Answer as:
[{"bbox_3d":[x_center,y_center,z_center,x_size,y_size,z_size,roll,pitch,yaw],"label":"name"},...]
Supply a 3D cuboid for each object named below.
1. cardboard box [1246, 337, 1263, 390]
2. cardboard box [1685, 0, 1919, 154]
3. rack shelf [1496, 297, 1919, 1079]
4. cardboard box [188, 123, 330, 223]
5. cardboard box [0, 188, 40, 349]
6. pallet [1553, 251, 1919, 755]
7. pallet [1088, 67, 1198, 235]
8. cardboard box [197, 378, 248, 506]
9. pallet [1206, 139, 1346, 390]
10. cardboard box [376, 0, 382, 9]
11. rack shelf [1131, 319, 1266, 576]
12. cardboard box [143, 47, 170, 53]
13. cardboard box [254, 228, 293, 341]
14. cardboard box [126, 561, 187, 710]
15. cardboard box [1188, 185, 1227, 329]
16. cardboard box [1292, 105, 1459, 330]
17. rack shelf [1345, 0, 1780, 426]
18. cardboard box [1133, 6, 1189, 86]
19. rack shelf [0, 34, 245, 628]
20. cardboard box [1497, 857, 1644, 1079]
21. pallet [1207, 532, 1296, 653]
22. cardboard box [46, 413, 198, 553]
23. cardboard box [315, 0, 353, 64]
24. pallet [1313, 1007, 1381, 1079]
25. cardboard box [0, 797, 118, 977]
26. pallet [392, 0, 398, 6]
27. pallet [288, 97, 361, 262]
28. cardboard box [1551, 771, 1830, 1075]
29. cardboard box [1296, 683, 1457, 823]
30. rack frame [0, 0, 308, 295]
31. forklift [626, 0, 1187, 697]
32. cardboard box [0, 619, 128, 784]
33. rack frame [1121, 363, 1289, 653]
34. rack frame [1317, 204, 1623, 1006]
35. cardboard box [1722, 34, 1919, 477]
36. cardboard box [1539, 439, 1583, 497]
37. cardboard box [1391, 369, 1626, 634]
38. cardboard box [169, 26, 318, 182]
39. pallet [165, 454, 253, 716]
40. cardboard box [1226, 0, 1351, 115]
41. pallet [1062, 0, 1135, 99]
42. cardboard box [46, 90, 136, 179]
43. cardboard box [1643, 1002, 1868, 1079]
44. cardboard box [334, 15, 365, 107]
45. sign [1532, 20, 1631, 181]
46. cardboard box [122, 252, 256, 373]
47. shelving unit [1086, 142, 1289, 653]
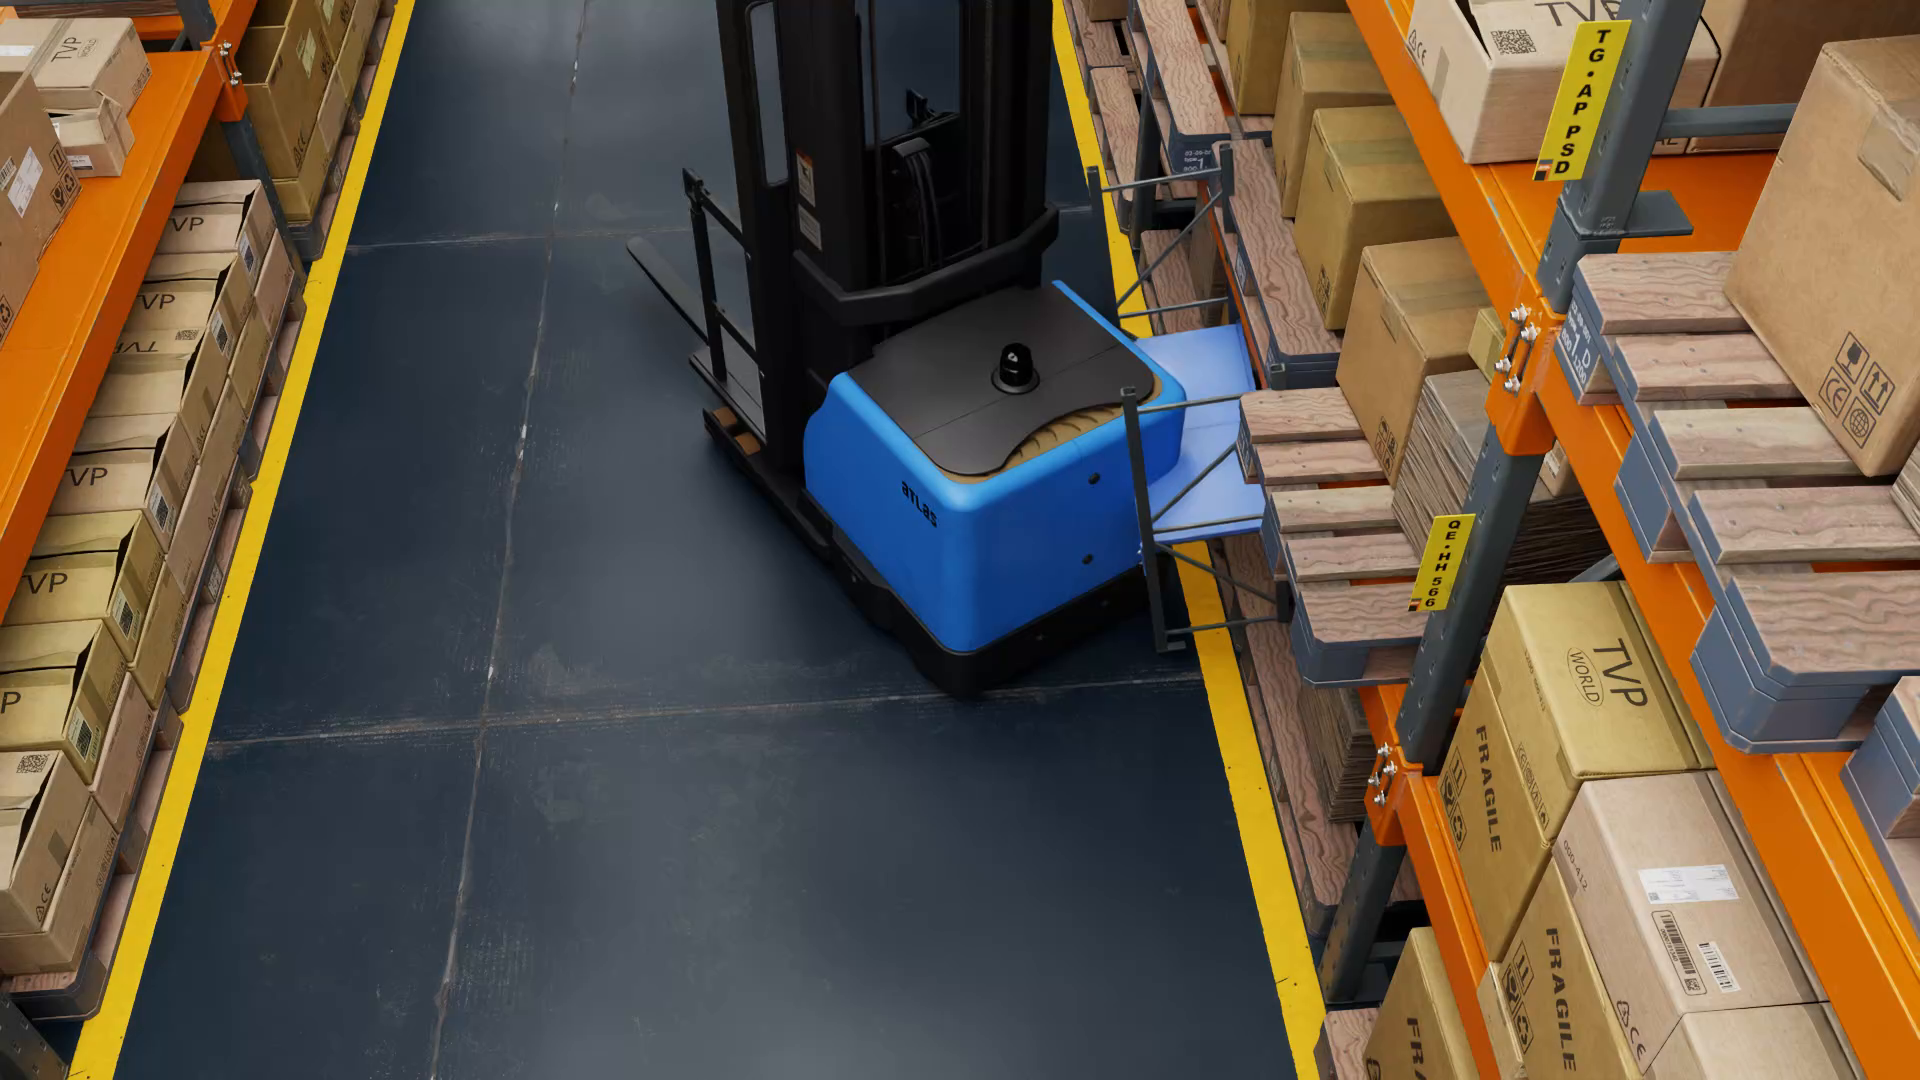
[{"bbox_3d":[1.506,-0.524,6.599,0.700,0.500,0.500,-3,47,-3],"label":"cardboard box"},{"bbox_3d":[1.835,-1.220,3.691,0.500,0.500,0.500,-3,47,-3],"label":"cardboard box"},{"bbox_3d":[1.834,1.051,2.118,1.077,0.370,4.000,-3,47,-3],"label":"rack shelf"},{"bbox_3d":[-3.341,-1.755,7.951,0.500,0.250,0.500,-3,47,-3],"label":"cardboard box"},{"bbox_3d":[-3.470,-0.937,5.502,0.500,0.500,0.500,-3,47,-3],"label":"cardboard box"},{"bbox_3d":[1.773,-0.116,2.858,1.213,0.211,1.003,-2,47,-1],"label":"pallet"},{"bbox_3d":[1.240,-2.031,8.528,1.003,0.211,1.213,-3,47,-3],"label":"pallet"},{"bbox_3d":[-3.197,-0.383,6.651,0.500,0.250,0.500,-3,47,-2],"label":"cardboard box"},{"bbox_3d":[1.460,-0.976,5.740,1.003,0.211,1.213,-3,47,-3],"label":"pallet"},{"bbox_3d":[-3.502,-3.203,9.322,0.500,0.250,0.500,-3,47,-3],"label":"cardboard box"},{"bbox_3d":[0.865,-0.360,6.118,0.538,0.185,1.000,-8,53,6],"label":"rack shelf"},{"bbox_3d":[-3.891,-2.344,7.992,0.500,0.500,0.500,-3,47,-3],"label":"cardboard box"},{"bbox_3d":[-3.281,-1.119,7.348,0.500,0.250,0.500,-4,47,-4],"label":"cardboard box"},{"bbox_3d":[-3.113,0.356,5.951,0.500,0.250,0.500,-5,47,-4],"label":"cardboard box"},{"bbox_3d":[1.410,-1.266,7.302,0.700,0.500,0.500,-2,47,-2],"label":"cardboard box"},{"bbox_3d":[1.491,-1.037,5.295,0.700,0.500,0.500,-3,47,-3],"label":"cardboard box"},{"bbox_3d":[1.499,-1.843,4.859,1.077,0.370,4.000,-3,47,-3],"label":"rack shelf"},{"bbox_3d":[1.205,-2.546,8.514,0.500,0.500,0.500,-7,47,-6],"label":"cardboard box"},{"bbox_3d":[-3.437,-0.508,5.661,1.077,0.370,4.000,-3,47,-3],"label":"rack shelf"},{"bbox_3d":[1.487,0.991,3.458,0.500,0.500,0.500,-2,47,-2],"label":"cardboard box"},{"bbox_3d":[1.504,-0.099,6.699,1.003,0.211,1.213,-3,47,-3],"label":"pallet"},{"bbox_3d":[-3.157,-0.218,6.108,0.500,0.311,0.500,-4,47,-4],"label":"cardboard box"},{"bbox_3d":[-3.415,-2.737,8.365,0.500,0.500,0.500,-3,47,-3],"label":"cardboard box"},{"bbox_3d":[1.657,1.922,4.785,1.003,0.211,1.213,-3,47,-3],"label":"pallet"},{"bbox_3d":[-3.021,1.096,5.251,0.500,0.250,0.500,-4,47,-3],"label":"cardboard box"},{"bbox_3d":[-3.833,-3.587,10.002,1.003,0.211,1.213,-3,47,-3],"label":"pallet"},{"bbox_3d":[-3.629,-1.822,8.330,1.003,0.211,1.213,-3,47,-3],"label":"pallet"},{"bbox_3d":[1.493,0.719,3.199,0.500,0.250,0.500,-4,47,-4],"label":"cardboard box"},{"bbox_3d":[1.554,0.578,5.555,0.700,0.500,0.500,-3,47,-3],"label":"cardboard box"},{"bbox_3d":[-3.604,-2.202,6.770,1.000,3.000,0.127,-3,47,-3],"label":"rack frame"},{"bbox_3d":[-0.434,-1.476,6.129,1.130,2.935,3.031,-26,52,-23],"label":"forklift"},{"bbox_3d":[-3.073,0.524,5.407,0.500,0.311,0.500,-5,47,-4],"label":"cardboard box"},{"bbox_3d":[0.865,-0.056,5.673,0.500,1.500,0.032,-8,53,6],"label":"rack frame"},{"bbox_3d":[1.667,0.388,4.317,1.000,3.000,0.127,-3,47,-3],"label":"rack frame"},{"bbox_3d":[1.764,-0.489,2.709,0.700,0.500,0.500,-7,47,-6],"label":"cardboard box"},{"bbox_3d":[1.608,-0.269,4.120,0.380,0.149,0.250,-9,47,-8],"label":"cardboard box"},{"bbox_3d":[1.617,-0.137,4.442,0.700,0.500,0.500,-8,47,-8],"label":"cardboard box"},{"bbox_3d":[-3.331,-2.014,7.679,0.500,0.500,0.500,-3,47,-3],"label":"cardboard box"},{"bbox_3d":[-3.398,0.172,6.442,1.003,0.211,1.213,-3,47,-3],"label":"pallet"},{"bbox_3d":[1.380,-1.917,6.128,0.700,0.500,0.500,1,47,1],"label":"cardboard box"},{"bbox_3d":[1.135,-2.916,9.366,1.003,0.211,1.213,-3,47,-3],"label":"pallet"},{"bbox_3d":[-3.348,-1.531,6.227,0.396,0.266,0.258,-5,47,-4],"label":"cardboard box"},{"bbox_3d":[1.539,1.081,2.856,0.500,0.250,0.500,-3,47,-3],"label":"cardboard box"},{"bbox_3d":[-3.414,-2.479,8.637,0.500,0.250,0.500,-3,47,-3],"label":"cardboard box"},{"bbox_3d":[1.126,-0.790,3.010,0.100,0.325,0.005,-3,47,-3],"label":"sign"},{"bbox_3d":[-3.235,-0.943,6.795,0.500,0.311,0.500,-2,47,-2],"label":"cardboard box"},{"bbox_3d":[0.835,-0.464,5.974,0.538,1.500,1.048,-8,53,6],"label":"shelving unit"}]
